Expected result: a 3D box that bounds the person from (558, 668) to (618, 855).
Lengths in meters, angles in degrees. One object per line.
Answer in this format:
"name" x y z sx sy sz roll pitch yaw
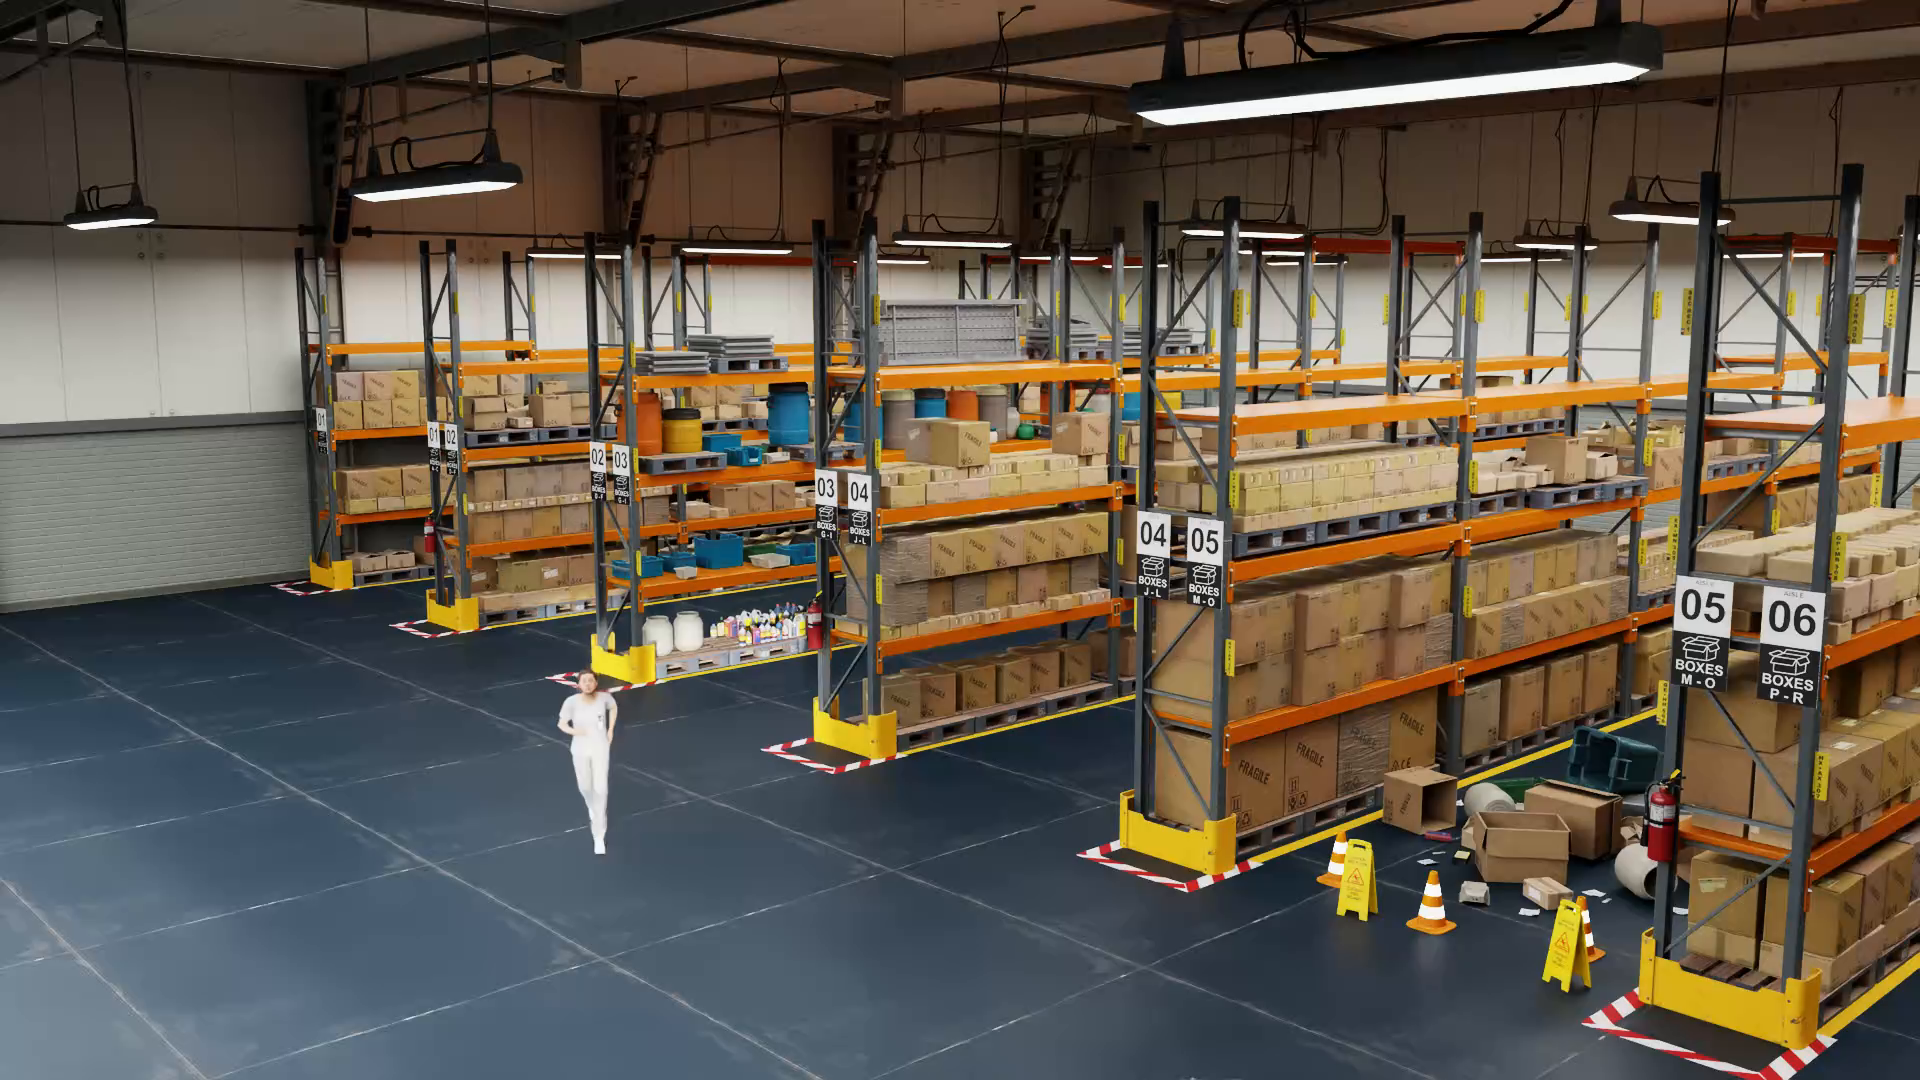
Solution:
"person" -3.539 2.043 15.858 0.534 1.709 1.008 -1 8 -7
